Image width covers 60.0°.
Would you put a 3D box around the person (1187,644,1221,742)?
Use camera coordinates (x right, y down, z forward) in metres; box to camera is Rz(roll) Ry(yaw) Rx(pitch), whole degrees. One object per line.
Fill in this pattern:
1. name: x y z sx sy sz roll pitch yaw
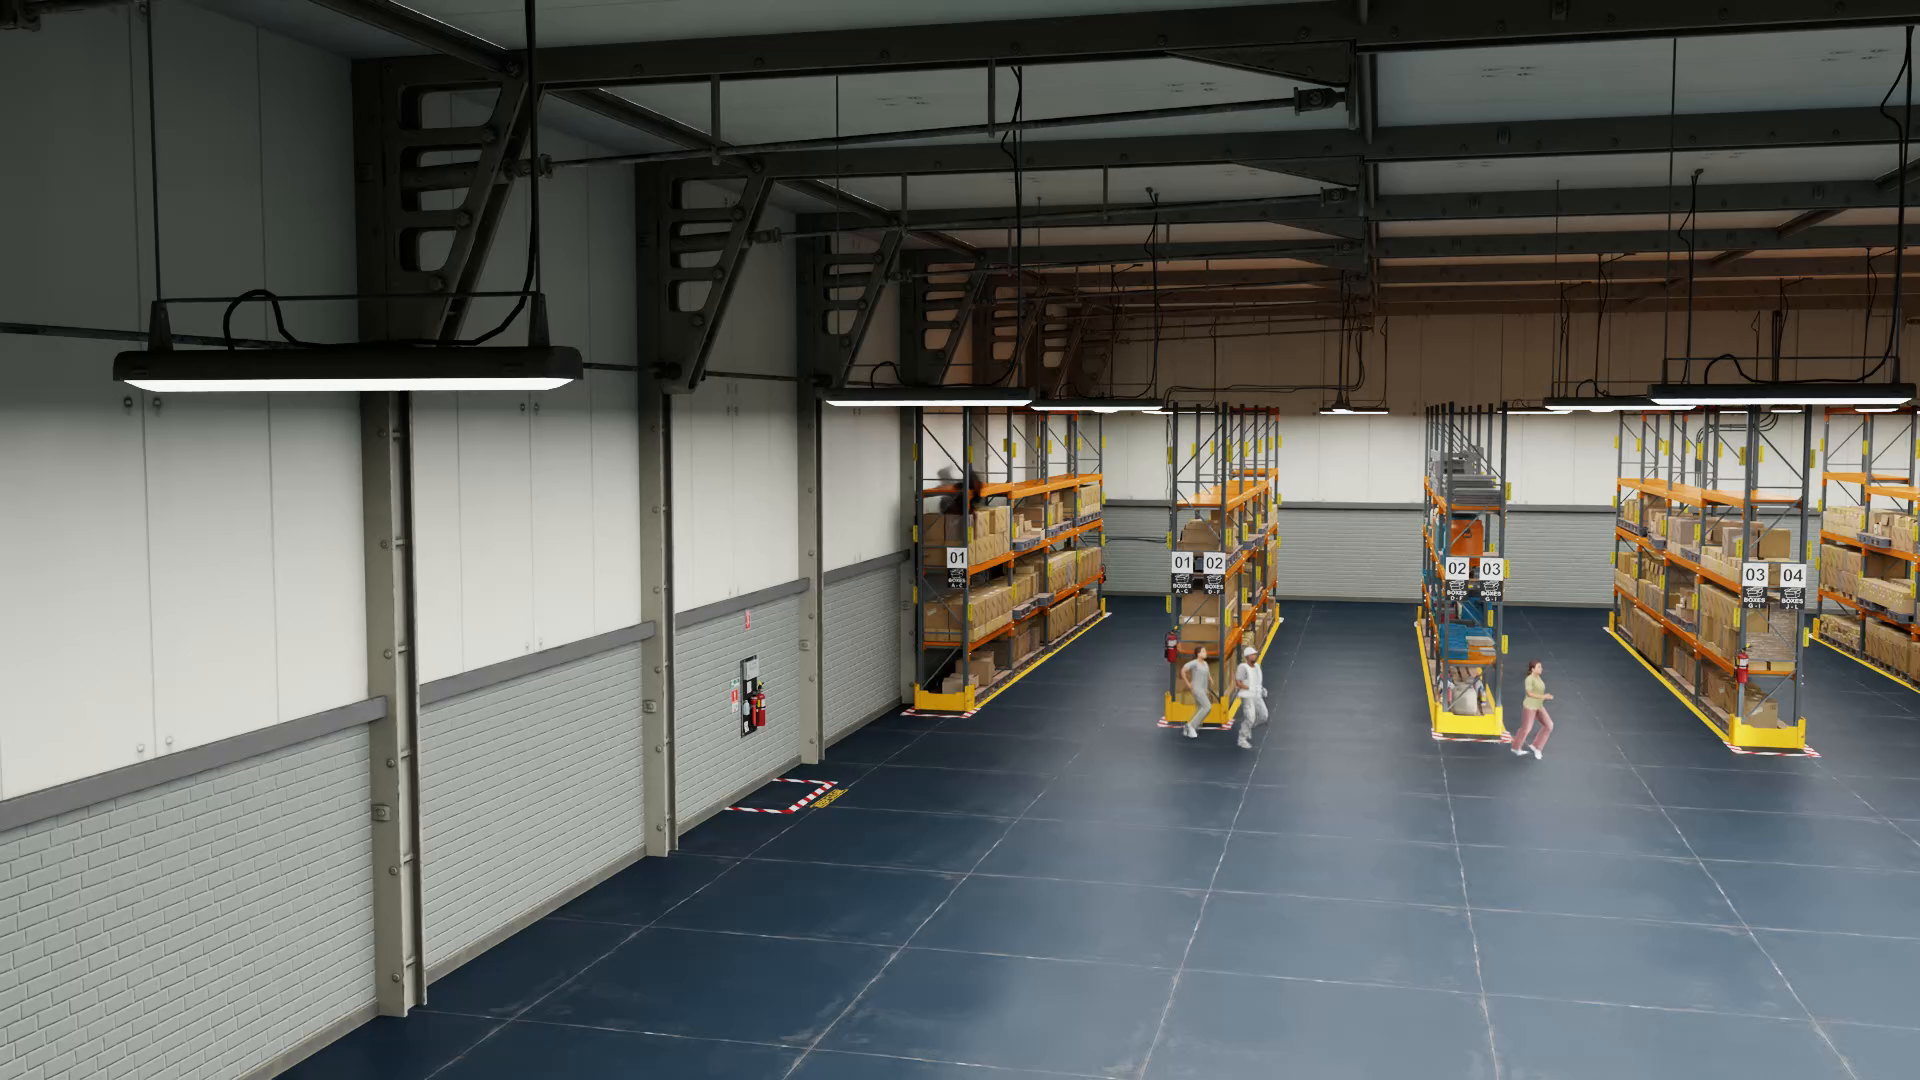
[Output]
1. person: 4.362 2.709 29.661 0.672 1.714 0.570 3 5 36

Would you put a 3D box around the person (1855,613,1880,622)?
1. person: 23.832 1.677 43.825 0.673 1.602 0.820 -2 5 -23

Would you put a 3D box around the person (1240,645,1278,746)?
1. person: 5.211 2.708 28.814 0.681 1.765 0.686 -4 5 -40

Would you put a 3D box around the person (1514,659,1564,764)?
1. person: 9.667 2.828 27.734 0.545 1.716 0.840 -4 6 -41
